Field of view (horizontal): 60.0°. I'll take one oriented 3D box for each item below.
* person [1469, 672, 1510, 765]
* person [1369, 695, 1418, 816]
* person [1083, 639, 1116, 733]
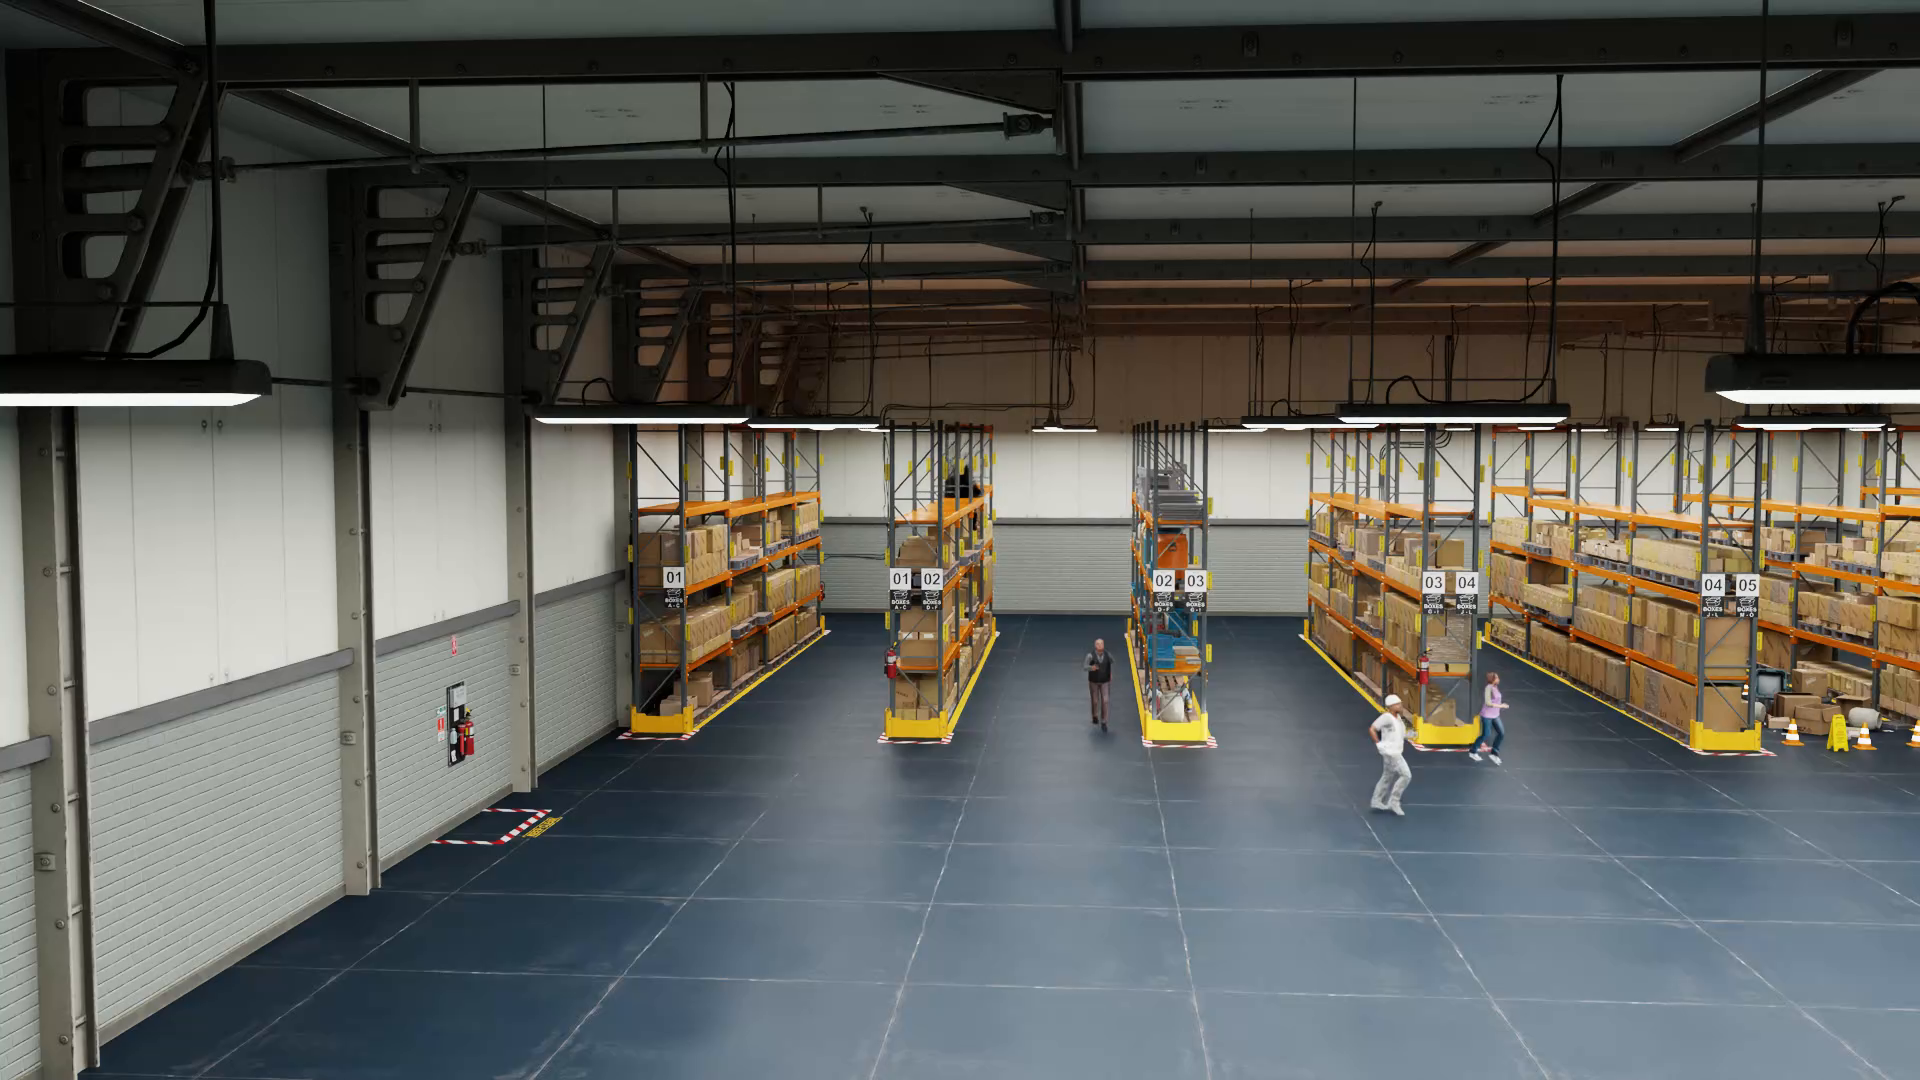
[{"bbox_3d":[9.222,3.114,28.902,0.711,1.639,0.558,3,5,42],"label":"person"},{"bbox_3d":[6.552,3.243,25.094,0.695,1.815,0.669,2,4,24],"label":"person"},{"bbox_3d":[2.711,2.798,32.283,0.652,1.749,0.844,0,4,1],"label":"person"}]
